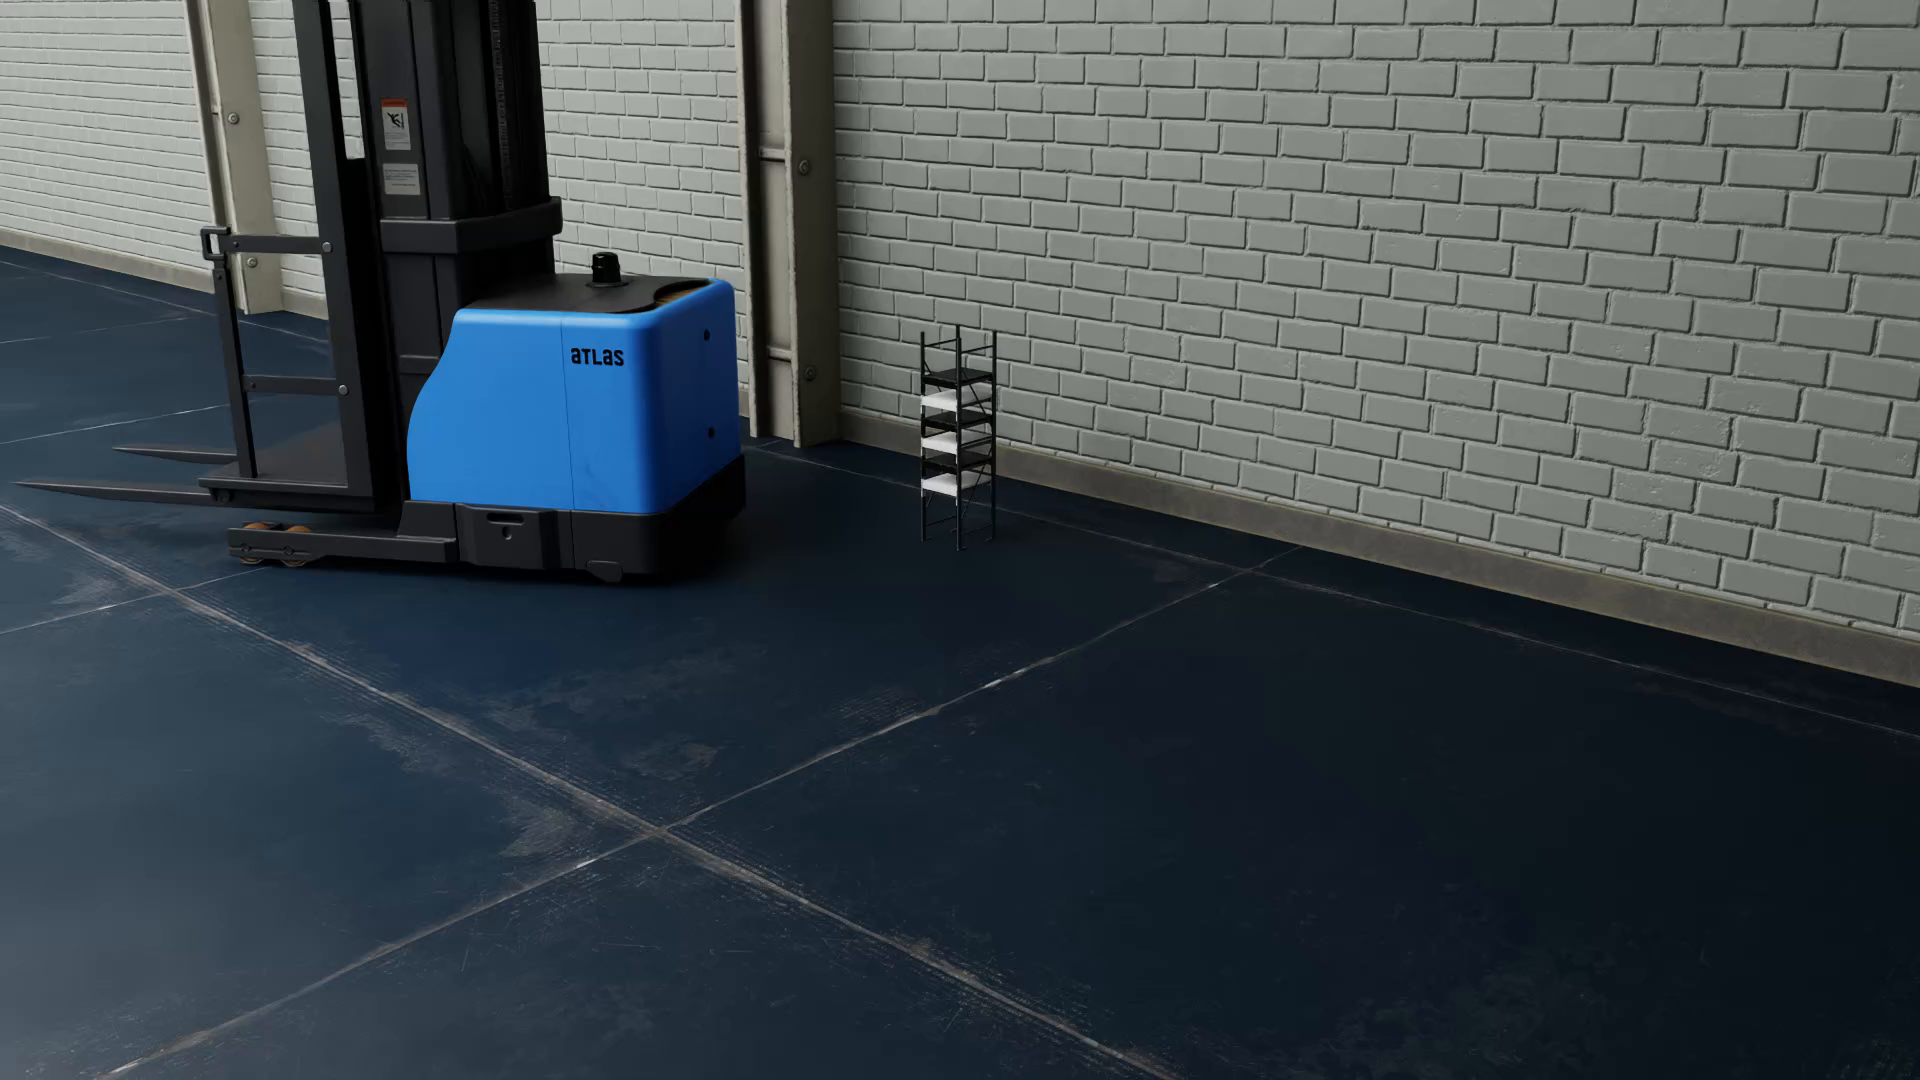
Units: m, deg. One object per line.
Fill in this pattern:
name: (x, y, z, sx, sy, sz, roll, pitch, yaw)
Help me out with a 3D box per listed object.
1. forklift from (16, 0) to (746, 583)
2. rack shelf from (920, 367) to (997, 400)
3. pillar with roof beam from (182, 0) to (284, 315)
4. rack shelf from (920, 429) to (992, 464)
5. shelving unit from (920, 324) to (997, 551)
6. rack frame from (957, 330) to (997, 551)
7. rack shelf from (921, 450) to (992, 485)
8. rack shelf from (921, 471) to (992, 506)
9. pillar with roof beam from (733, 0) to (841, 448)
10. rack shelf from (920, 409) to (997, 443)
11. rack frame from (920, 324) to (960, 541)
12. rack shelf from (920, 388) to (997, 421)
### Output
forklift: (-2.513, -1.437, 6.794, 3.031, 2.935, 1.130, 4, 18, 11)
rack shelf: (-0.006, -0.656, 6.909, 0.200, 0.077, 0.258, 15, 23, 39)
pillar with roof beam: (-8.217, -5.071, 8.215, 0.400, 9.000, 9.100, 15, 23, 39)
rack shelf: (-0.006, -0.399, 6.991, 0.200, 0.077, 0.258, 15, 23, 39)
shelving unit: (-0.006, -0.431, 6.981, 0.210, 0.900, 0.258, 15, 23, 39)
rack frame: (0.070, -0.410, 6.916, 0.006, 0.900, 0.240, 15, 23, 39)
rack shelf: (-0.006, -0.313, 7.018, 0.200, 0.077, 0.258, 15, 23, 39)
rack shelf: (-0.006, -0.227, 7.045, 0.200, 0.077, 0.258, 15, 23, 39)
pillar with roof beam: (-3.729, -3.867, 4.419, 0.400, 9.000, 9.100, 15, 23, 39)
rack shelf: (-0.006, -0.485, 6.964, 0.200, 0.077, 0.258, 15, 23, 39)
rack frame: (-0.082, -0.451, 7.045, 0.006, 0.900, 0.240, 15, 23, 39)
rack shelf: (-0.006, -0.570, 6.936, 0.200, 0.077, 0.258, 15, 23, 39)
